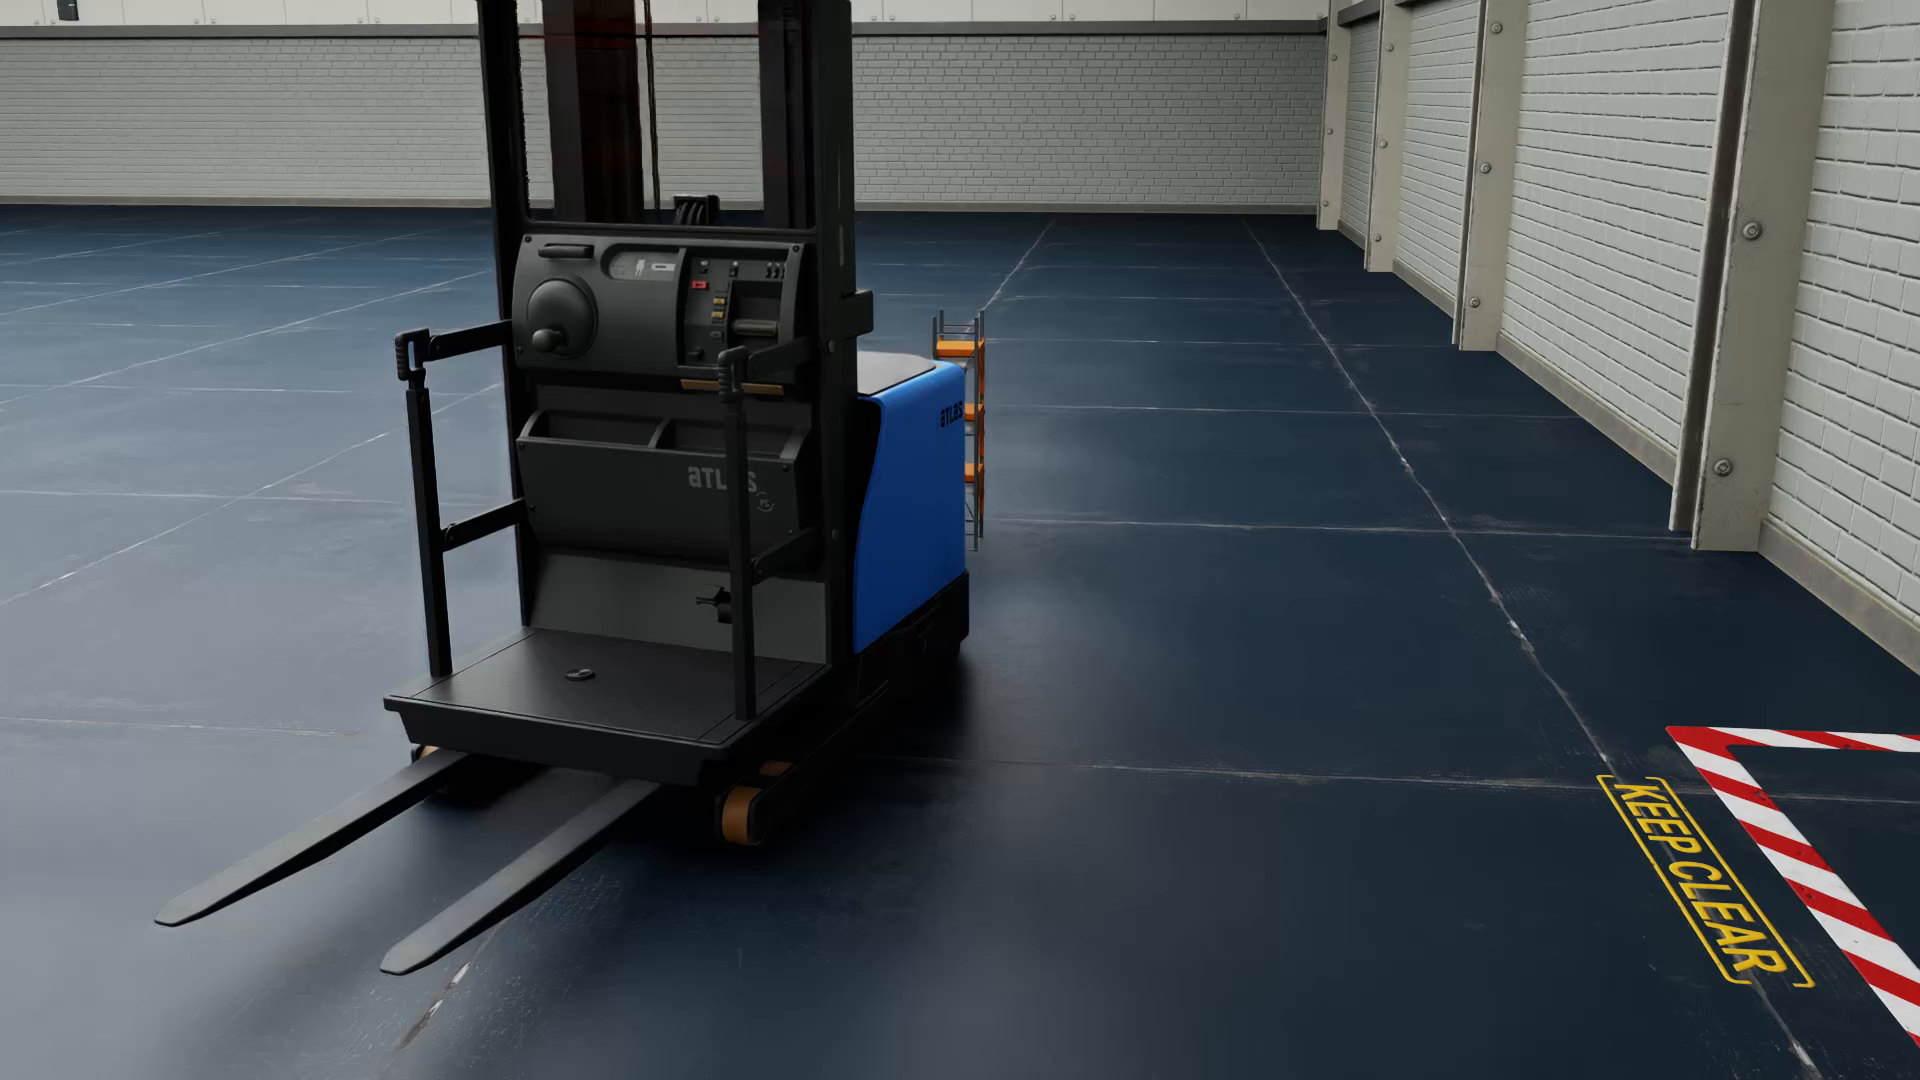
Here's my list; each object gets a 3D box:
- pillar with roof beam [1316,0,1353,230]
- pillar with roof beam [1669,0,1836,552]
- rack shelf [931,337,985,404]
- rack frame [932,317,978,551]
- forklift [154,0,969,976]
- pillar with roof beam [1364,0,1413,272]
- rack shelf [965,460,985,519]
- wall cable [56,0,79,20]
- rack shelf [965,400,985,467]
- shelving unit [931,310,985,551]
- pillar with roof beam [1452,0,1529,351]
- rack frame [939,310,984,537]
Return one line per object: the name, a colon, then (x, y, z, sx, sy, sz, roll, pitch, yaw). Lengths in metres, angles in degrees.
pillar with roof beam: (1.241, -9.142, 24.233, 9.100, 9.000, 0.400, 2, 15, 6)
pillar with roof beam: (-0.790, -4.474, 6.968, 9.100, 9.000, 0.400, 2, 15, 6)
rack shelf: (-0.006, -0.757, 7.402, 0.215, 0.259, 0.240, 2, 15, 6)
rack frame: (-0.020, -0.461, 7.357, 0.200, 1.050, 0.008, 2, 15, 6)
forklift: (-0.953, -0.696, 4.621, 1.130, 2.935, 3.031, 5, 16, 20)
pillar with roof beam: (0.564, -7.586, 18.478, 9.100, 9.000, 0.400, 2, 15, 6)
rack shelf: (-0.006, -0.214, 7.549, 0.215, 0.259, 0.240, 2, 15, 6)
wall cable: (-14.703, -12.027, 28.384, 2.305, 6.003, 0.169, 2, 15, 6)
rack shelf: (-0.006, -0.483, 7.476, 0.215, 0.259, 0.240, 2, 15, 6)
shelving unit: (-0.006, -0.493, 7.474, 0.215, 1.050, 0.252, 2, 15, 6)
pillar with roof beam: (-0.113, -6.030, 12.723, 9.100, 9.000, 0.400, 2, 15, 6)
rack frame: (0.008, -0.525, 7.591, 0.200, 1.050, 0.008, 2, 15, 6)
